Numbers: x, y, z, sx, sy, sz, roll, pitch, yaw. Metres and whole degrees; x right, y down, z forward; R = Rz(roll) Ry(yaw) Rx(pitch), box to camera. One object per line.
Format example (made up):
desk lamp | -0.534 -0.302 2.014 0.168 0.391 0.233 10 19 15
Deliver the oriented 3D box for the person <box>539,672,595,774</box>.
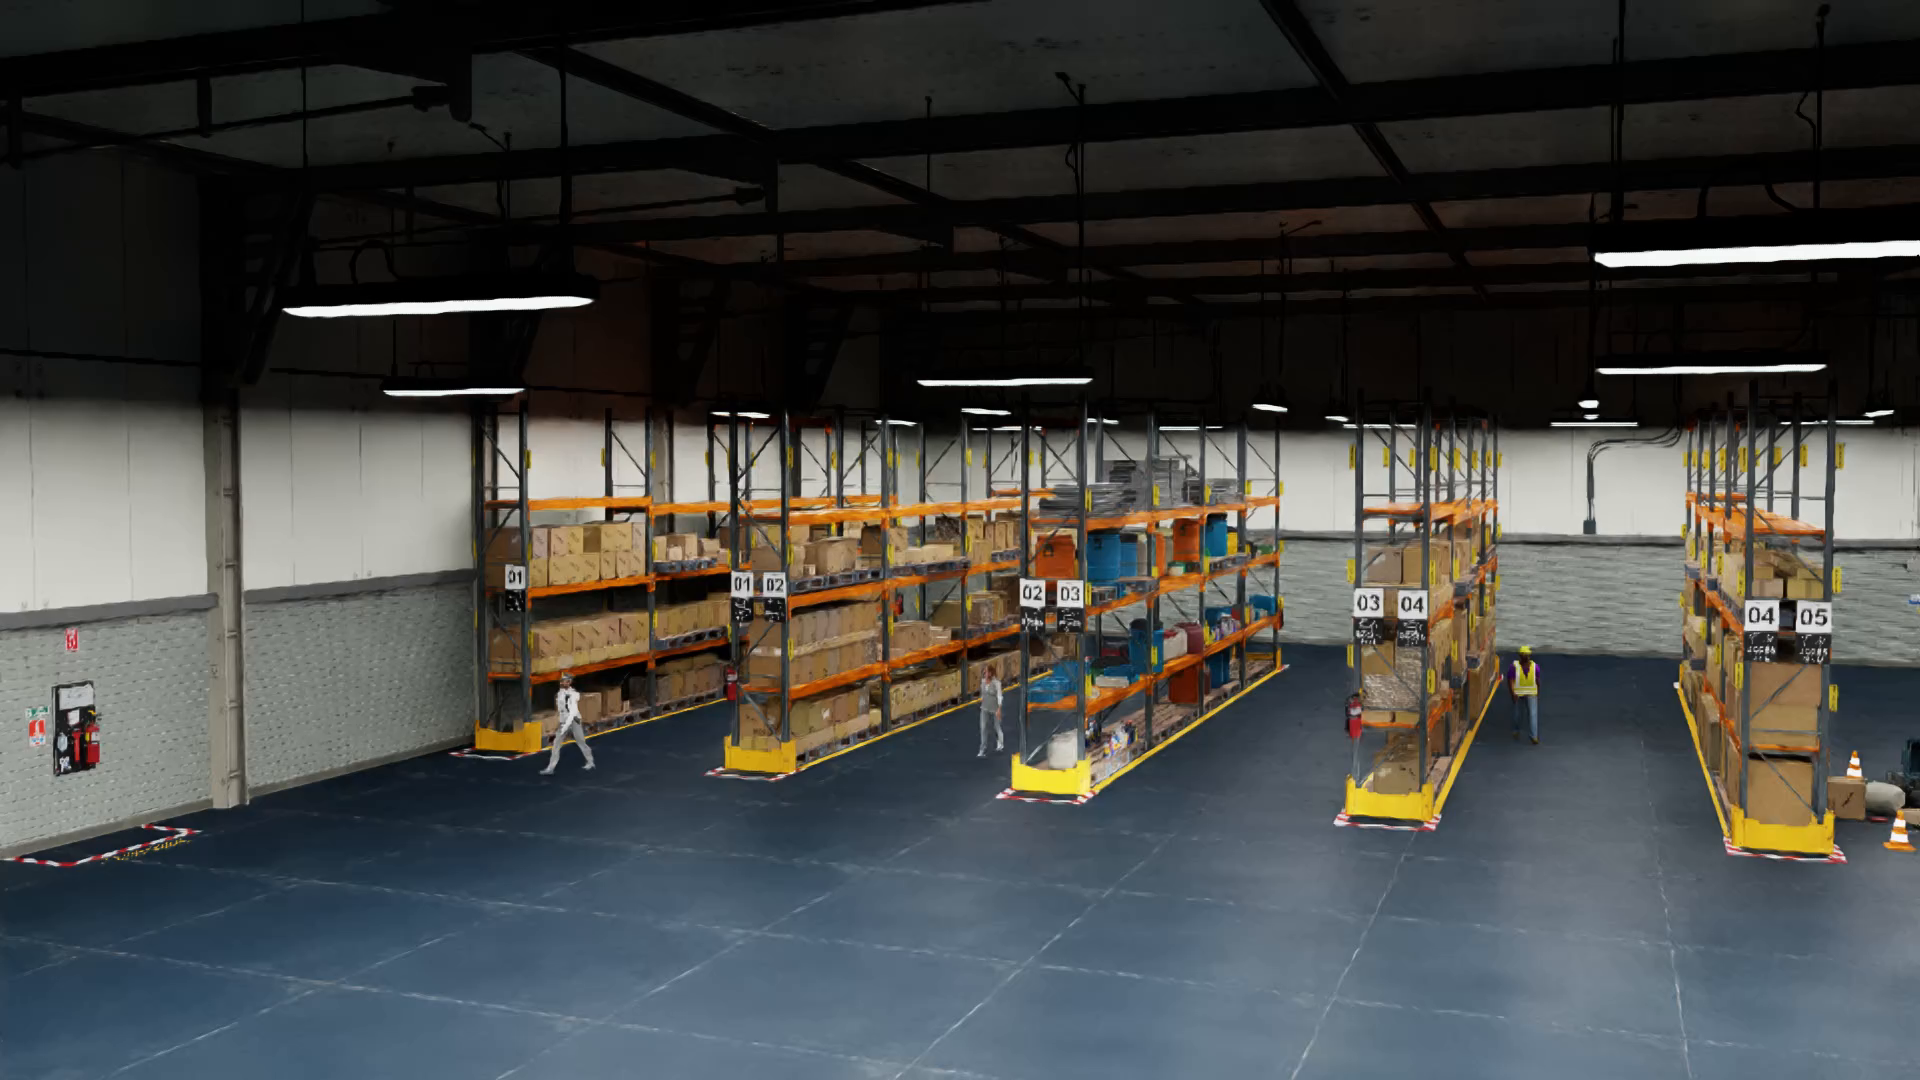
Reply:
person | -6.221 2.894 26.403 0.482 1.609 0.980 2 3 30

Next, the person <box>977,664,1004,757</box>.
person | 0.542 2.857 28.066 0.432 1.539 0.948 1 3 20

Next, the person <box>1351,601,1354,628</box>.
person | 9.737 2.197 40.309 0.454 1.667 0.619 0 3 -6

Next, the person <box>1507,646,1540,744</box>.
person | 9.948 2.712 29.332 0.571 1.708 1.033 1 3 13
